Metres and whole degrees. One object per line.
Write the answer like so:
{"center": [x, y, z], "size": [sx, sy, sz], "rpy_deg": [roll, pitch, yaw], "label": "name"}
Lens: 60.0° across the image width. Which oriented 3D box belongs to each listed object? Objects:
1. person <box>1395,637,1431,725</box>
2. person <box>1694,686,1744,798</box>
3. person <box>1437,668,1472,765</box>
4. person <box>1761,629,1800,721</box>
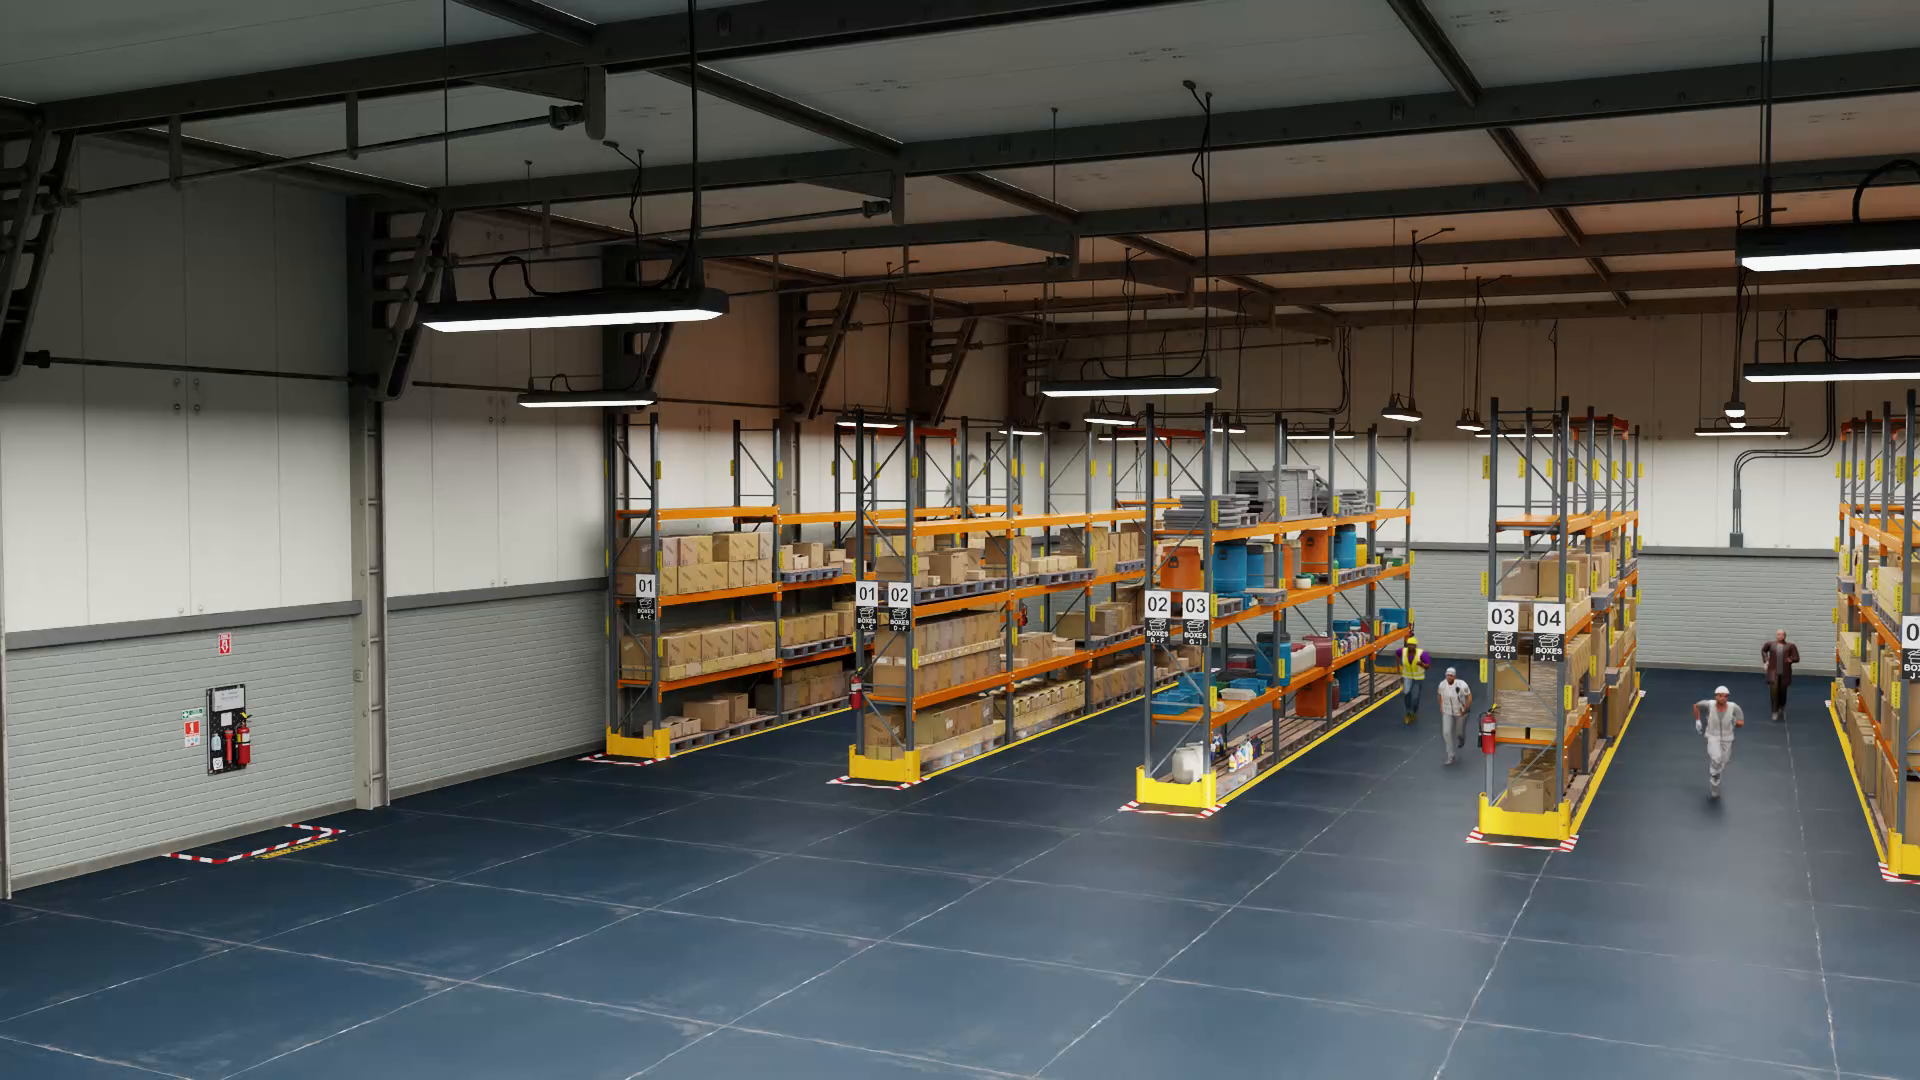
{"center": [8.937, 2.759, 32.830], "size": [0.684, 1.730, 0.925], "rpy_deg": [1, 3, 17], "label": "person"}
{"center": [11.544, 3.054, 25.302], "size": [0.643, 1.721, 0.922], "rpy_deg": [0, 2, 12], "label": "person"}
{"center": [8.518, 3.013, 28.641], "size": [0.606, 1.658, 0.904], "rpy_deg": [1, 3, 28], "label": "person"}
{"center": [16.500, 2.691, 33.467], "size": [0.703, 1.802, 1.047], "rpy_deg": [1, 3, 26], "label": "person"}
